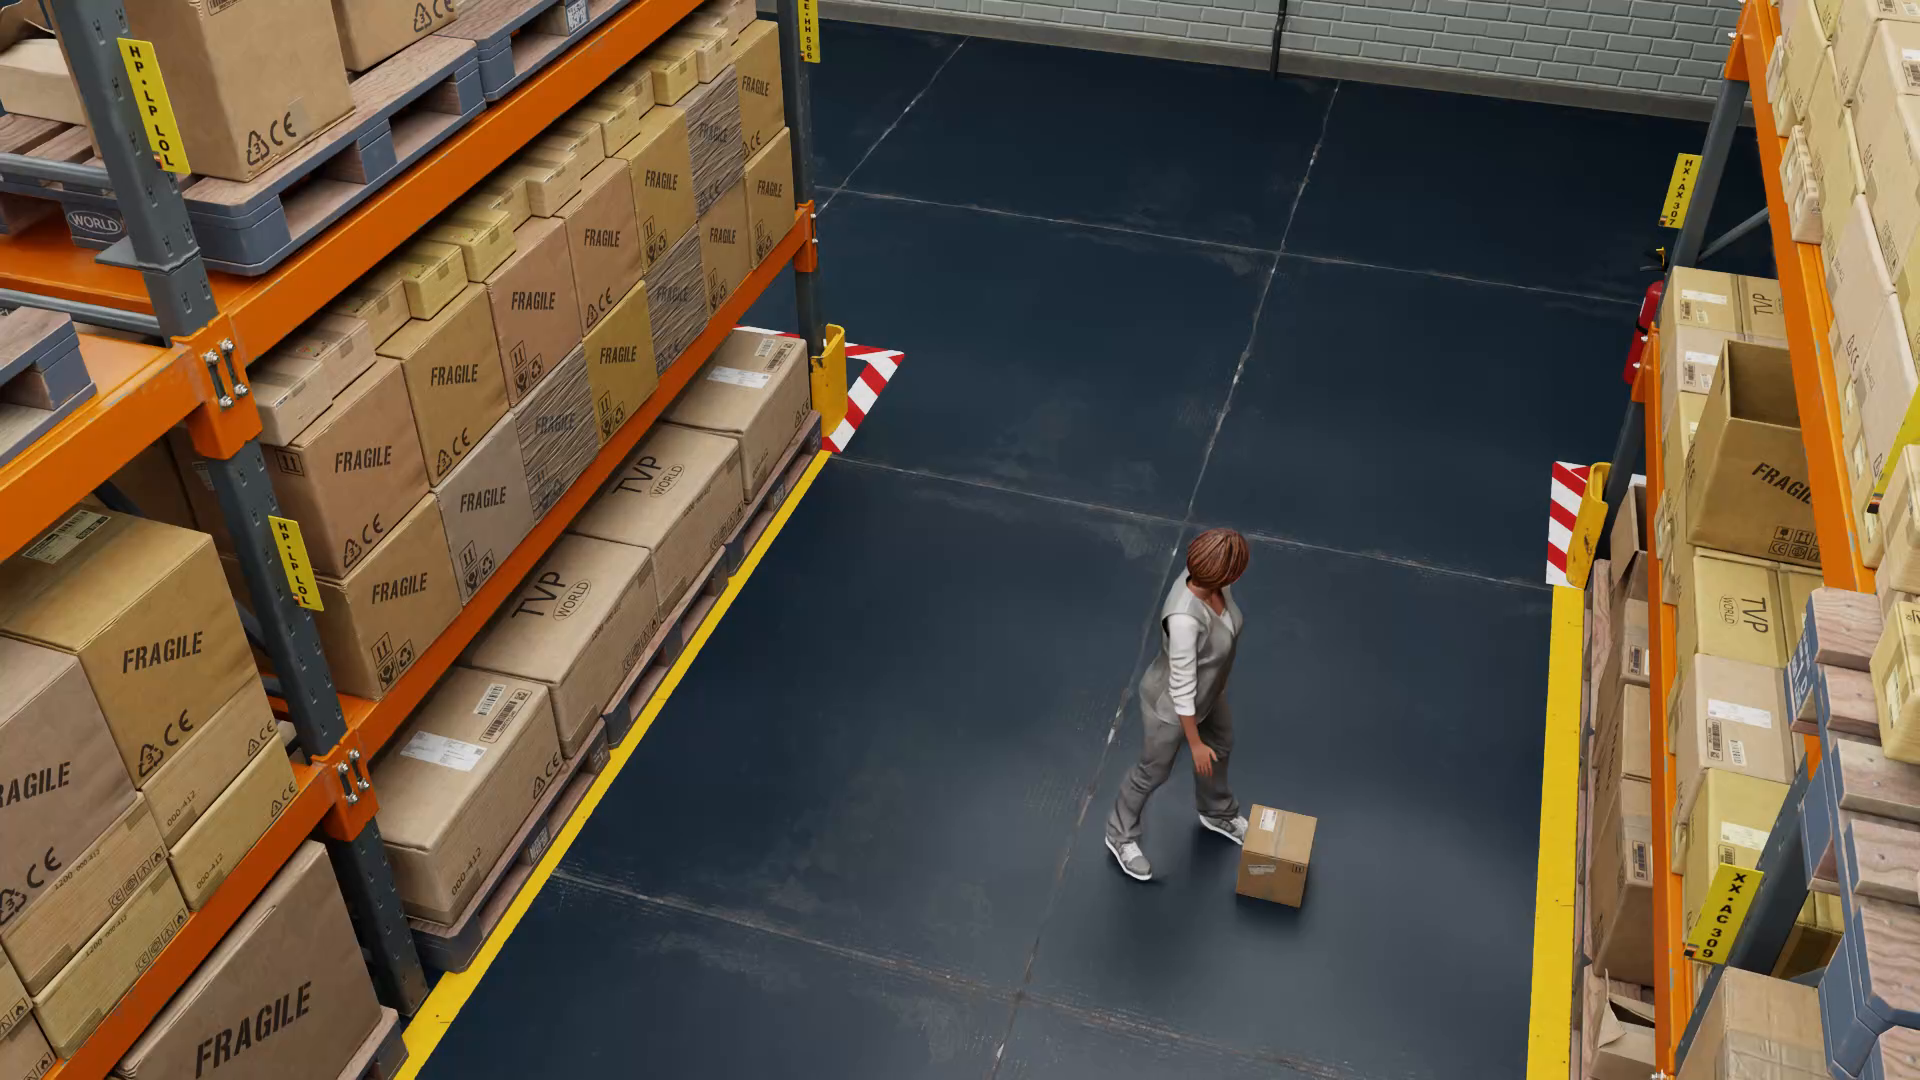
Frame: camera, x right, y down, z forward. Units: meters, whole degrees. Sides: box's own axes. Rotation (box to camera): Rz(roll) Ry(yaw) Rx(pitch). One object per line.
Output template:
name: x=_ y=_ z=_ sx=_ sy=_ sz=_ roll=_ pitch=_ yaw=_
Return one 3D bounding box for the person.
person: x=0.863 y=0.604 z=6.119 sx=0.538 sy=1.606 sz=0.518 roll=22 pitch=42 yaw=26
